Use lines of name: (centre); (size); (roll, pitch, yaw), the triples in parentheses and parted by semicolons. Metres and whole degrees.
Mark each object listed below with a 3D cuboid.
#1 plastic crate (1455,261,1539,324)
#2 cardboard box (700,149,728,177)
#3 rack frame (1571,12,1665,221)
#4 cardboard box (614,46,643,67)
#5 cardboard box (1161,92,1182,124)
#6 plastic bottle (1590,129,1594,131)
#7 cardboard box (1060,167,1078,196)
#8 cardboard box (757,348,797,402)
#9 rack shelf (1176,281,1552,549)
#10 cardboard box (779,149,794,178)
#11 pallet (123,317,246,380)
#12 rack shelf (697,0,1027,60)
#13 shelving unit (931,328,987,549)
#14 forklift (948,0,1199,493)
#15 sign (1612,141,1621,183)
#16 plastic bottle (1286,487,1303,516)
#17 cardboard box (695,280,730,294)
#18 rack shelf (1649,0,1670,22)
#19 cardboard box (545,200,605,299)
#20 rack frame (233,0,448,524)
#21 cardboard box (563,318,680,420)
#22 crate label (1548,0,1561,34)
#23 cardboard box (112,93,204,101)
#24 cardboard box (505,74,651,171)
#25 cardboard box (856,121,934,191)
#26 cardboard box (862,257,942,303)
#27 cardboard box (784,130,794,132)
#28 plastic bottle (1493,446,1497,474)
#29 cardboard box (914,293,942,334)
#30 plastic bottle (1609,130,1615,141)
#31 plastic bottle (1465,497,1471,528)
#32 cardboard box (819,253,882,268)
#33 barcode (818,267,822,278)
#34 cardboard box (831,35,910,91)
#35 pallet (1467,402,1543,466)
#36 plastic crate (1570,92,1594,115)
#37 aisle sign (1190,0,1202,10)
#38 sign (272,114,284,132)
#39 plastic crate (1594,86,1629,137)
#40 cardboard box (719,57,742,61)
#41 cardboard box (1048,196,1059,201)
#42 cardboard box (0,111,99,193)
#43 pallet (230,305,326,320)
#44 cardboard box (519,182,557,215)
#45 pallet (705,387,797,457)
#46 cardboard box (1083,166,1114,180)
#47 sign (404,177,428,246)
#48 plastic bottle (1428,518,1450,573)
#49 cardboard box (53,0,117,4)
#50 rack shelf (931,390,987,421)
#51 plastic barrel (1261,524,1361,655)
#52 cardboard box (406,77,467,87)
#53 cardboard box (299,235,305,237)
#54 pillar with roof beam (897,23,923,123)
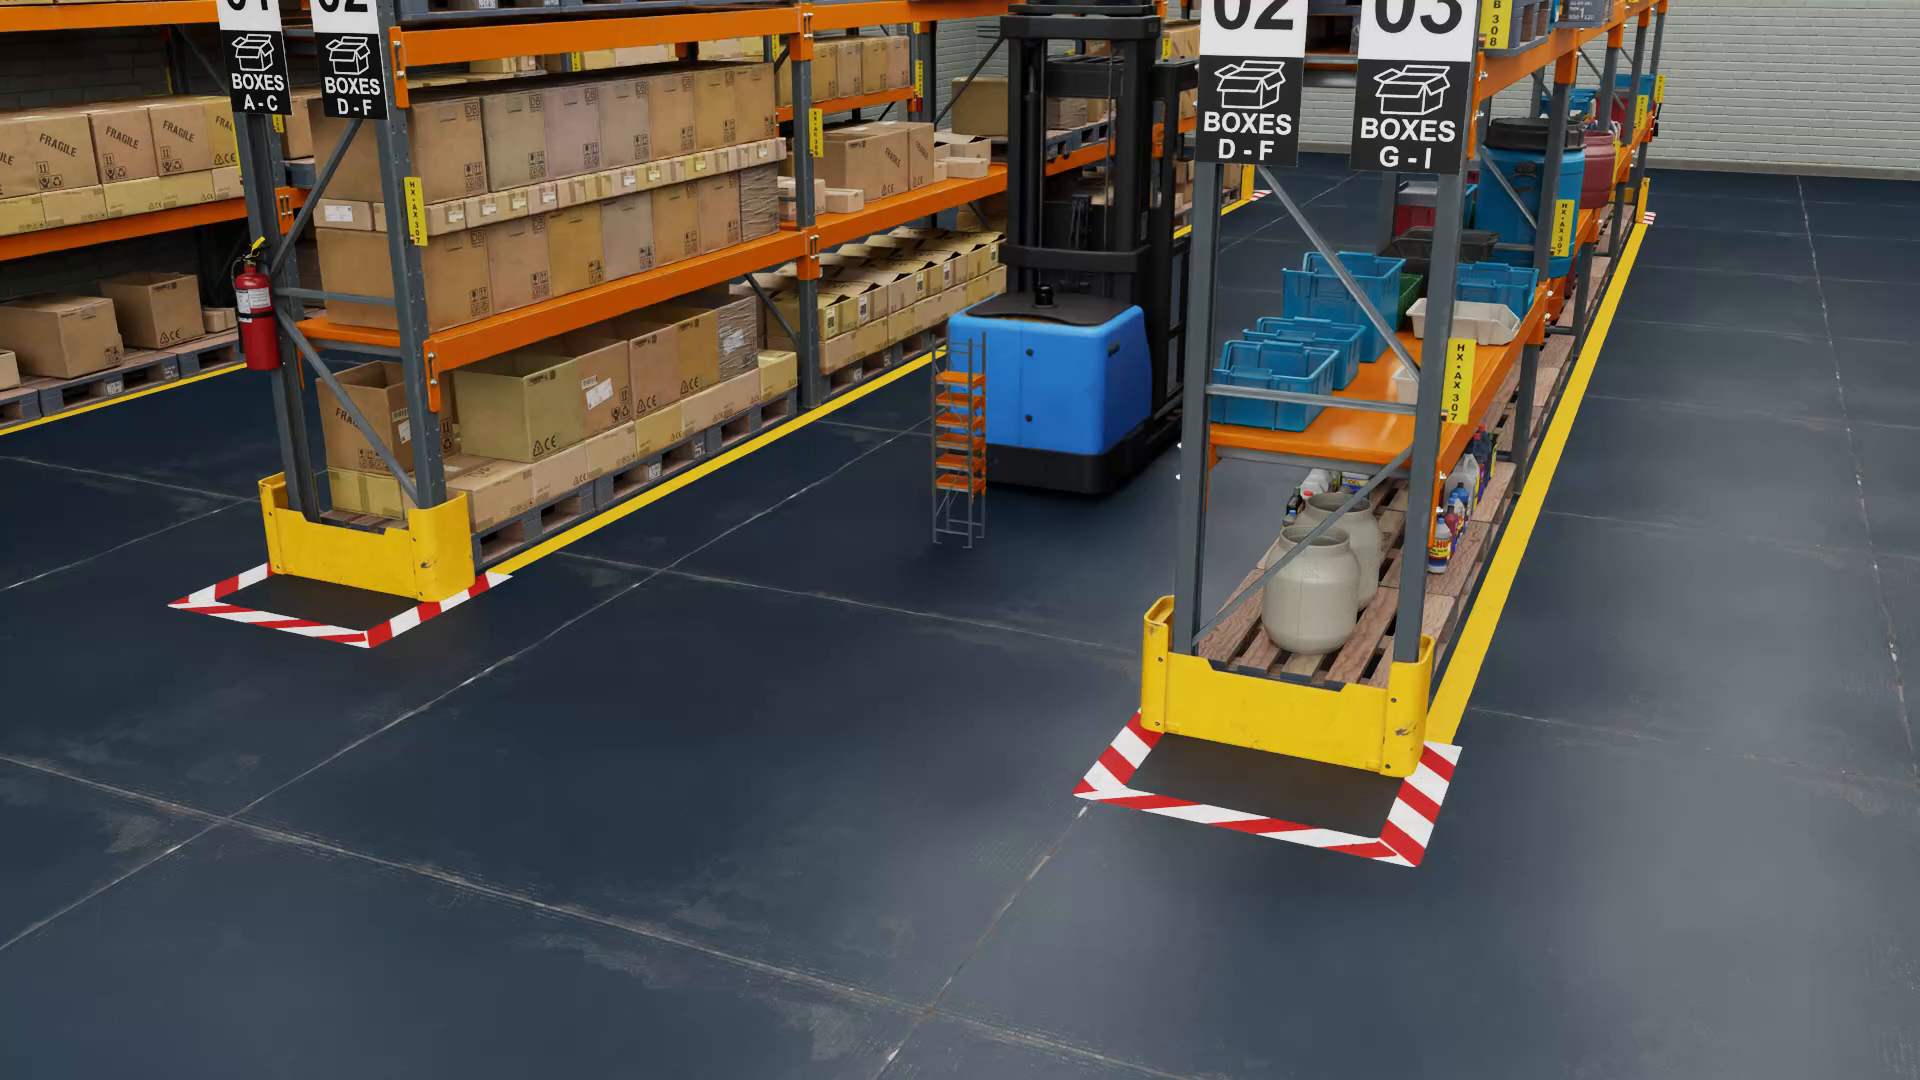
plastic crate: (2.808, -1.322, 8.930); (0.499, 0.251, 0.616); (9, 21, 23)
cardboard box: (-1.734, -2.452, 10.770); (0.380, 0.149, 0.250); (9, 21, 23)
rack frame: (7.928, -5.436, 20.276); (1.000, 3.000, 0.127); (9, 21, 23)
cardboard box: (-3.746, -5.167, 17.780); (0.500, 0.250, 0.500); (8, 21, 22)
cardboard box: (2.229, -5.059, 19.069); (0.500, 0.500, 0.500); (9, 22, 24)
plastic bottle: (5.946, -3.733, 15.681); (0.097, 0.271, 0.097); (0, 20, 0)
cardboard box: (0.942, -3.856, 17.791); (0.500, 0.250, 0.500); (9, 21, 23)
cardboard box: (-1.494, -1.179, 11.783); (0.500, 0.250, 0.500); (9, 21, 23)
rack shelf: (2.195, -0.817, 8.363); (1.077, 0.370, 4.000); (9, 21, 23)
cardboard box: (-2.349, -4.807, 21.612); (0.700, 0.500, 0.500); (9, 21, 23)
pallet: (-6.267, -1.603, 13.660); (1.003, 0.211, 1.213); (9, 21, 23)
rack shelf: (-0.685, -4.134, 13.213); (1.077, 0.370, 4.000); (9, 21, 23)
shelving unit: (-0.006, -0.561, 9.255); (0.258, 1.200, 0.189); (9, 21, 23)
forklift: (0.955, -2.118, 11.049); (1.130, 2.935, 3.031); (8, 21, 22)
sign: (5.156, -2.994, 13.166); (0.100, 0.325, 0.005); (9, 21, 23)
plastic bottle: (1.759, -0.132, 8.760); (0.061, 0.283, 0.133); (9, 22, 24)
cardboard box: (-1.979, -1.605, 11.863); (0.500, 0.500, 0.500); (9, 21, 23)
rack shelf: (7.109, -5.899, 18.175); (1.077, 0.370, 4.000); (9, 21, 23)
cardboard box: (-2.520, -1.726, 9.695); (0.700, 0.500, 0.500); (9, 21, 23)
rack frame: (-3.142, -1.225, 8.438); (1.000, 3.000, 0.127); (9, 21, 23)
cardboard box: (-2.103, -1.073, 10.366); (0.500, 0.500, 0.500); (9, 21, 23)
crate label: (2.444, -2.415, 7.527); (0.502, 0.251, 0.408); (9, 21, 23)
cardboard box: (-6.408, -3.304, 13.357); (0.500, 0.500, 0.500); (8, 21, 21)
cardboard box: (-2.296, -2.510, 9.964); (0.700, 0.500, 0.500); (9, 21, 23)
cardboard box: (-0.538, -3.203, 13.849); (0.500, 0.500, 0.500); (7, 21, 20)
cardboard box: (-0.479, -2.177, 13.753); (0.500, 0.311, 0.500); (9, 22, 24)
cardboard box: (-2.164, -5.414, 22.353); (0.380, 0.149, 0.250); (9, 21, 23)
plastic bottle: (3.149, -0.502, 9.925); (0.097, 0.201, 0.097); (0, 20, 0)
cardboard box: (-0.483, -1.910, 13.839); (0.500, 0.250, 0.500); (9, 21, 24)
plastic bottle: (6.067, -3.724, 15.648); (0.152, 0.276, 0.135); (9, 21, 23)
plastic bottle: (2.708, -0.173, 8.999); (0.097, 0.201, 0.097); (0, 20, 0)
cardboard box: (-0.977, -2.243, 13.939); (0.500, 0.311, 0.500); (8, 21, 22)
barcode: (-1.020, -1.951, 12.119); (0.001, 0.075, 0.075); (9, 21, 23)
cardboard box: (-1.310, -6.779, 23.606); (0.980, 0.700, 0.700); (10, 22, 25)
pallet: (3.300, -0.699, 11.119); (1.003, 0.211, 1.213); (9, 21, 23)
plastic crate: (7.257, -5.153, 19.643); (0.416, 0.233, 0.300); (9, 21, 23)
aisle sign: (3.170, -7.402, 21.927); (0.394, 0.787, 0.004); (9, 21, 23)
sign: (-5.527, -3.462, 13.436); (0.100, 0.325, 0.005); (9, 21, 23)
plastic crate: (6.884, -4.510, 17.488); (0.402, 0.464, 0.583); (9, 21, 23)
cardboard box: (-2.908, -5.436, 19.654); (0.500, 0.500, 0.500); (9, 21, 23)
cardboard box: (0.724, -3.338, 17.452); (0.500, 0.500, 0.500); (8, 21, 21)
cardboard box: (-6.564, -2.767, 11.847); (0.500, 0.500, 0.500); (9, 22, 24)
pallet: (-5.707, -2.051, 14.921); (1.003, 0.211, 1.213); (9, 21, 23)
cardboard box: (-2.470, -1.902, 9.224); (0.380, 0.149, 0.250); (8, 21, 22)
pallet: (-1.868, -0.897, 11.676); (1.003, 0.211, 1.213); (9, 21, 23)
cardboard box: (1.747, -4.136, 19.697); (0.500, 0.500, 0.500); (9, 21, 23)
sign: (-2.638, -1.593, 8.060); (0.100, 0.325, 0.005); (9, 21, 23)
plastic bottle: (2.402, 0.022, 8.345); (0.097, 0.271, 0.097); (0, 20, 0)
cardboard box: (-6.417, -4.081, 11.811); (0.500, 0.500, 0.500); (8, 21, 21)
rack shelf: (-0.006, -0.745, 9.190); (0.258, 0.103, 0.180); (9, 21, 23)
plastic barrel: (1.575, 0.218, 7.465); (0.421, 0.512, 0.421); (0, 20, 0)
cardboard box: (-5.060, -4.075, 15.644); (0.700, 0.500, 0.500); (9, 21, 23)
cardboard box: (-5.573, -2.548, 15.232); (0.700, 0.500, 0.500); (8, 21, 22)
pillar with roof beam: (3.133, -9.975, 24.087); (9.100, 9.000, 0.400); (9, 21, 23)
